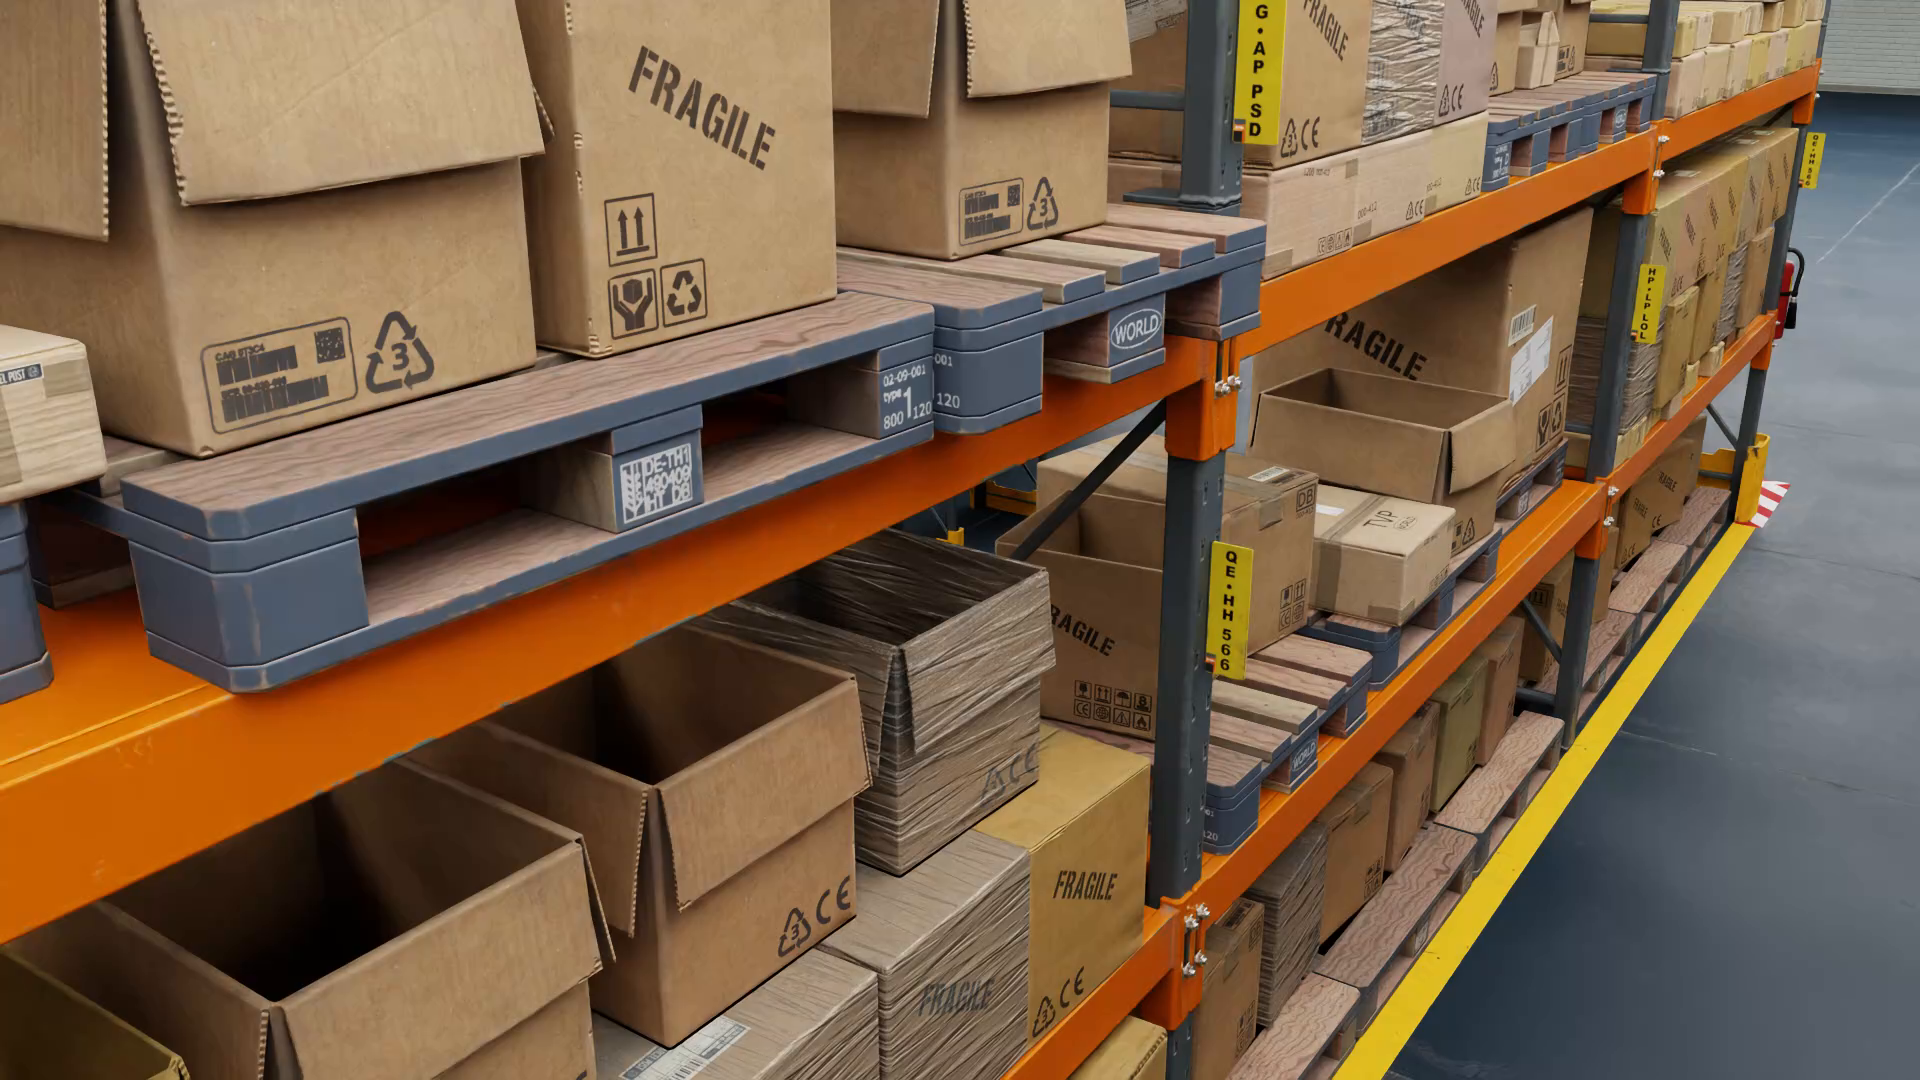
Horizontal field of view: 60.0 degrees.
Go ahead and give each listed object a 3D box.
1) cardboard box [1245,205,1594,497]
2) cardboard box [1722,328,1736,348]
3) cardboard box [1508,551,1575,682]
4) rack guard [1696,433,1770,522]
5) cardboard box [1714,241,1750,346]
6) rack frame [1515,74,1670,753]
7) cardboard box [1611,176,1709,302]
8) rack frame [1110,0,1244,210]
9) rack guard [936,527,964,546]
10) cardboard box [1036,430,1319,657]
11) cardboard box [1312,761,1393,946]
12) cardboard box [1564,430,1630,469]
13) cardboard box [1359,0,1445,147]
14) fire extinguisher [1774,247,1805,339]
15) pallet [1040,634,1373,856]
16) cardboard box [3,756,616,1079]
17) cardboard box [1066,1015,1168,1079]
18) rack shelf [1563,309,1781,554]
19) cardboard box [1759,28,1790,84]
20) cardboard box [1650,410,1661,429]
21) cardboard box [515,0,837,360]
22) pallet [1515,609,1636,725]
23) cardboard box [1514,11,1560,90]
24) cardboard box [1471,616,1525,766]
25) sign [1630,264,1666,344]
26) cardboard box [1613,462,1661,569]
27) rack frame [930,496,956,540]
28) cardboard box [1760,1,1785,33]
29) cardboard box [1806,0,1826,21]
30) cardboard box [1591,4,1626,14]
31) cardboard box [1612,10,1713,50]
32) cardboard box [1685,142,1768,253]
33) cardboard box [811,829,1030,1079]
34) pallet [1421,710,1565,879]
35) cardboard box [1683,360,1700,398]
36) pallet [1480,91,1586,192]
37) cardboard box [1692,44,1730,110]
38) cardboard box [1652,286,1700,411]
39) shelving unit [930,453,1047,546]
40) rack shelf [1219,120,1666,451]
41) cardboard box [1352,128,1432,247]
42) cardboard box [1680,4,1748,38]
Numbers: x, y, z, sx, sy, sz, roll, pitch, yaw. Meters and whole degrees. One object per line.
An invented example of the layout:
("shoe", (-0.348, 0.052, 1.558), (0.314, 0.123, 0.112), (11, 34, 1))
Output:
("cardboard box", (1.844, -0.825, 6.701), (1.000, 1.000, 1.000), (13, 24, 32))
("cardboard box", (4.273, -1.233, 9.636), (0.380, 0.149, 0.250), (13, 24, 32))
("cardboard box", (2.664, 0.321, 8.070), (0.500, 0.500, 0.500), (12, 24, 30))
("rack guard", (4.612, -0.501, 10.898), (1.175, 0.500, 0.348), (13, 24, 32))
("cardboard box", (3.824, -1.427, 9.226), (0.875, 0.500, 0.500), (13, 24, 32))
("rack frame", (2.406, -0.547, 7.420), (1.000, 3.000, 0.127), (13, 24, 32))
("cardboard box", (3.149, -1.426, 7.781), (0.500, 0.500, 0.500), (13, 24, 32))
("rack frame", (0.158, -2.213, 3.277), (1.000, 3.000, 0.127), (13, 24, 32))
("rack guard", (-0.237, 0.004, 9.894), (0.587, 0.250, 0.087), (13, 24, 32))
("cardboard box", (0.659, 0.014, 5.153), (0.700, 0.500, 0.500), (18, 27, 40))
("cardboard box", (1.132, 1.045, 6.085), (0.700, 0.500, 0.500), (16, 25, 36))
("cardboard box", (2.776, -0.432, 7.472), (0.380, 0.149, 0.250), (13, 24, 32))
("cardboard box", (0.923, -1.317, 4.313), (0.500, 0.500, 0.500), (13, 24, 32))
("fire extinguisher", (5.100, -1.601, 10.382), (0.296, 0.674, 0.183), (13, 24, 32))
("pallet", (0.470, 0.465, 4.960), (1.213, 0.211, 1.003), (13, 24, 32))
("cardboard box", (-1.007, 0.670, 2.540), (0.797, 0.503, 0.637), (14, 25, 34))
("cardboard box", (-0.248, 1.594, 4.089), (1.225, 0.875, 0.875), (12, 23, 29))
("rack shelf", (3.530, -0.783, 9.096), (1.077, 0.370, 4.000), (13, 24, 32))
("cardboard box", (4.020, -2.554, 8.739), (0.500, 0.250, 0.500), (14, 24, 33))
("cardboard box", (3.177, -0.652, 8.066), (0.380, 0.149, 0.250), (13, 24, 32))
("cardboard box", (-0.538, -0.596, 2.480), (0.500, 0.500, 0.500), (15, 25, 35))
("pallet", (2.754, 0.561, 8.443), (1.003, 0.211, 1.213), (13, 24, 32))
("cardboard box", (1.960, -1.799, 6.068), (0.396, 0.266, 0.258), (14, 25, 34))
("cardboard box", (2.043, 0.591, 7.313), (0.700, 0.500, 0.500), (11, 23, 28))
("sign", (2.867, -0.983, 6.929), (0.100, 0.325, 0.005), (13, 24, 32))
("cardboard box", (3.615, -0.189, 9.451), (0.500, 0.500, 0.500), (16, 26, 37))
("rack frame", (-0.238, -0.582, 9.677), (0.500, 1.500, 0.032), (13, 24, 32))
("cardboard box", (4.019, -2.706, 8.574), (0.380, 0.149, 0.250), (12, 23, 29))
("cardboard box", (4.757, -3.078, 9.579), (0.380, 0.149, 0.250), (13, 24, 32))
("cardboard box", (2.985, -2.512, 8.049), (0.380, 0.149, 0.250), (14, 25, 34))
("cardboard box", (3.108, -2.267, 7.389), (0.380, 0.149, 0.250), (13, 24, 32))
("cardboard box", (3.990, -1.857, 8.946), (0.500, 0.500, 0.500), (13, 24, 32))
("cardboard box", (-0.200, 0.886, 3.403), (0.500, 0.500, 0.500), (13, 24, 31))
("pallet", (1.970, 0.984, 7.299), (1.003, 0.211, 1.213), (13, 24, 32))
("cardboard box", (3.608, -0.865, 8.642), (0.380, 0.149, 0.250), (13, 24, 32))
("pallet", (1.391, -1.411, 5.704), (1.213, 0.211, 1.003), (13, 24, 32))
("cardboard box", (3.164, -2.115, 7.553), (0.500, 0.250, 0.500), (13, 24, 31))
("cardboard box", (3.020, -0.987, 8.037), (0.875, 0.500, 0.500), (13, 24, 32))
("shelving unit", (0.043, -0.725, 10.064), (0.587, 1.500, 1.083), (13, 24, 32))
("rack shelf", (1.282, -1.043, 5.473), (1.077, 0.370, 4.000), (13, 24, 32))
("cardboard box", (0.921, -0.968, 4.451), (0.500, 0.250, 0.500), (14, 24, 33))
("cardboard box", (3.546, -2.485, 7.978), (0.380, 0.149, 0.250), (13, 24, 31))
